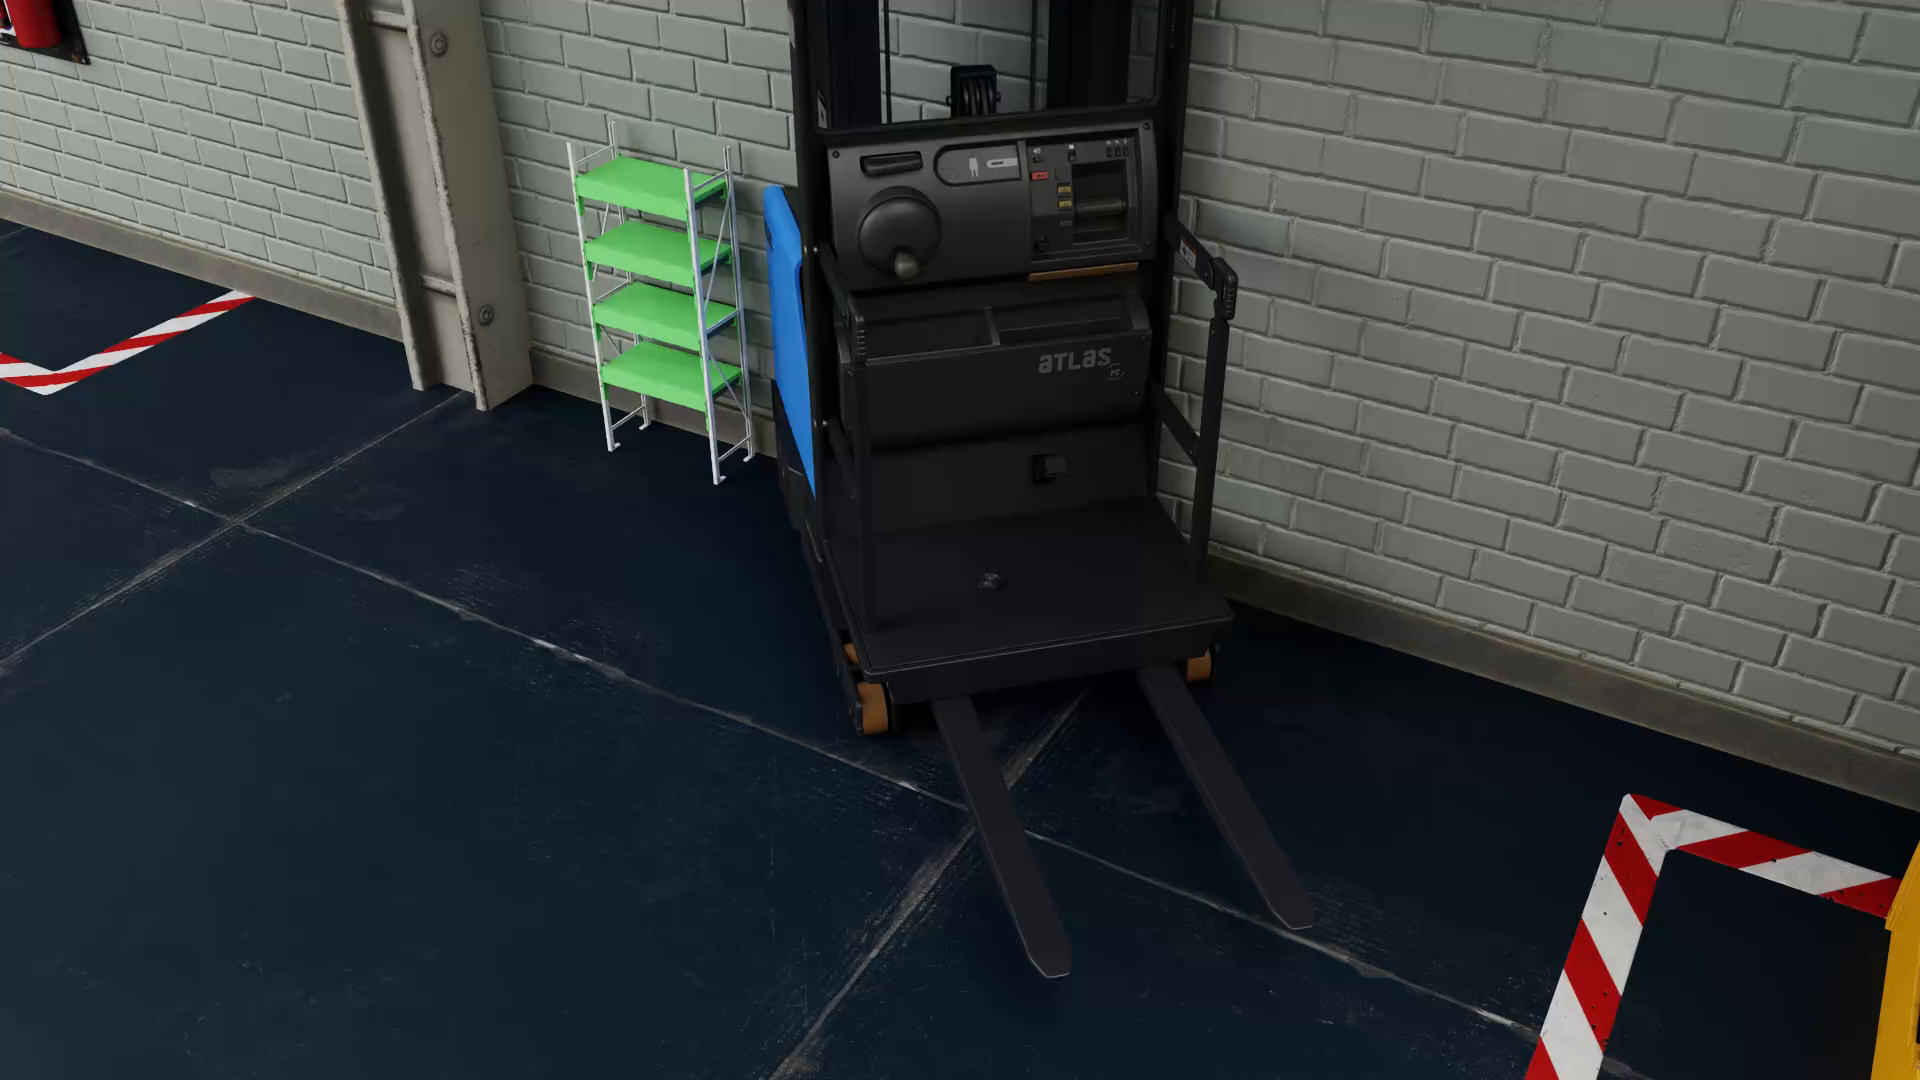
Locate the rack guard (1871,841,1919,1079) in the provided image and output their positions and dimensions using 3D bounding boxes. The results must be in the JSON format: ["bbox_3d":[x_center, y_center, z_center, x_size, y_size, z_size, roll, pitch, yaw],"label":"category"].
[{"bbox_3d":[2.290,1.056,3.713,0.348,0.500,1.175,18,37,24],"label":"rack guard"}]

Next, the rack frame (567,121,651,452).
[{"bbox_3d":[-1.257,-0.892,6.007,0.015,1.200,0.240,17,37,24],"label":"rack frame"}]

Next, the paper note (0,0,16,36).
[{"bbox_3d":[-4.194,-2.292,7.281,0.142,0.148,0.016,18,37,24],"label":"paper note"}]

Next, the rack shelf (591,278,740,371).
[{"bbox_3d":[-1.044,-0.773,5.943,0.480,0.148,0.258,17,37,24],"label":"rack shelf"}]

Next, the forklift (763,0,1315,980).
[{"bbox_3d":[0.154,-0.882,4.430,1.130,2.935,3.031,-8,34,-12],"label":"forklift"}]

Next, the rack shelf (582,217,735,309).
[{"bbox_3d":[-1.044,-0.973,5.810,0.480,0.148,0.258,17,37,24],"label":"rack shelf"}]

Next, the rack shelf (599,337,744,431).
[{"bbox_3d":[-1.044,-0.573,6.076,0.480,0.148,0.258,17,37,24],"label":"rack shelf"}]

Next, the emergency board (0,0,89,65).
[{"bbox_3d":[-4.075,-2.577,6.914,0.643,1.169,0.194,18,37,24],"label":"emergency board"}]

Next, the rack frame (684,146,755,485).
[{"bbox_3d":[-0.831,-0.760,5.809,0.015,1.200,0.240,17,37,24],"label":"rack frame"}]

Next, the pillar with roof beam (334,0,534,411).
[{"bbox_3d":[-4.084,-2.304,1.092,0.400,9.000,9.100,18,37,24],"label":"pillar with roof beam"}]

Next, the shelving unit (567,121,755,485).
[{"bbox_3d":[-1.044,-0.826,5.908,0.503,1.200,0.258,17,37,24],"label":"shelving unit"}]

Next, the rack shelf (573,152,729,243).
[{"bbox_3d":[-1.044,-1.172,5.677,0.480,0.148,0.258,17,37,24],"label":"rack shelf"}]
